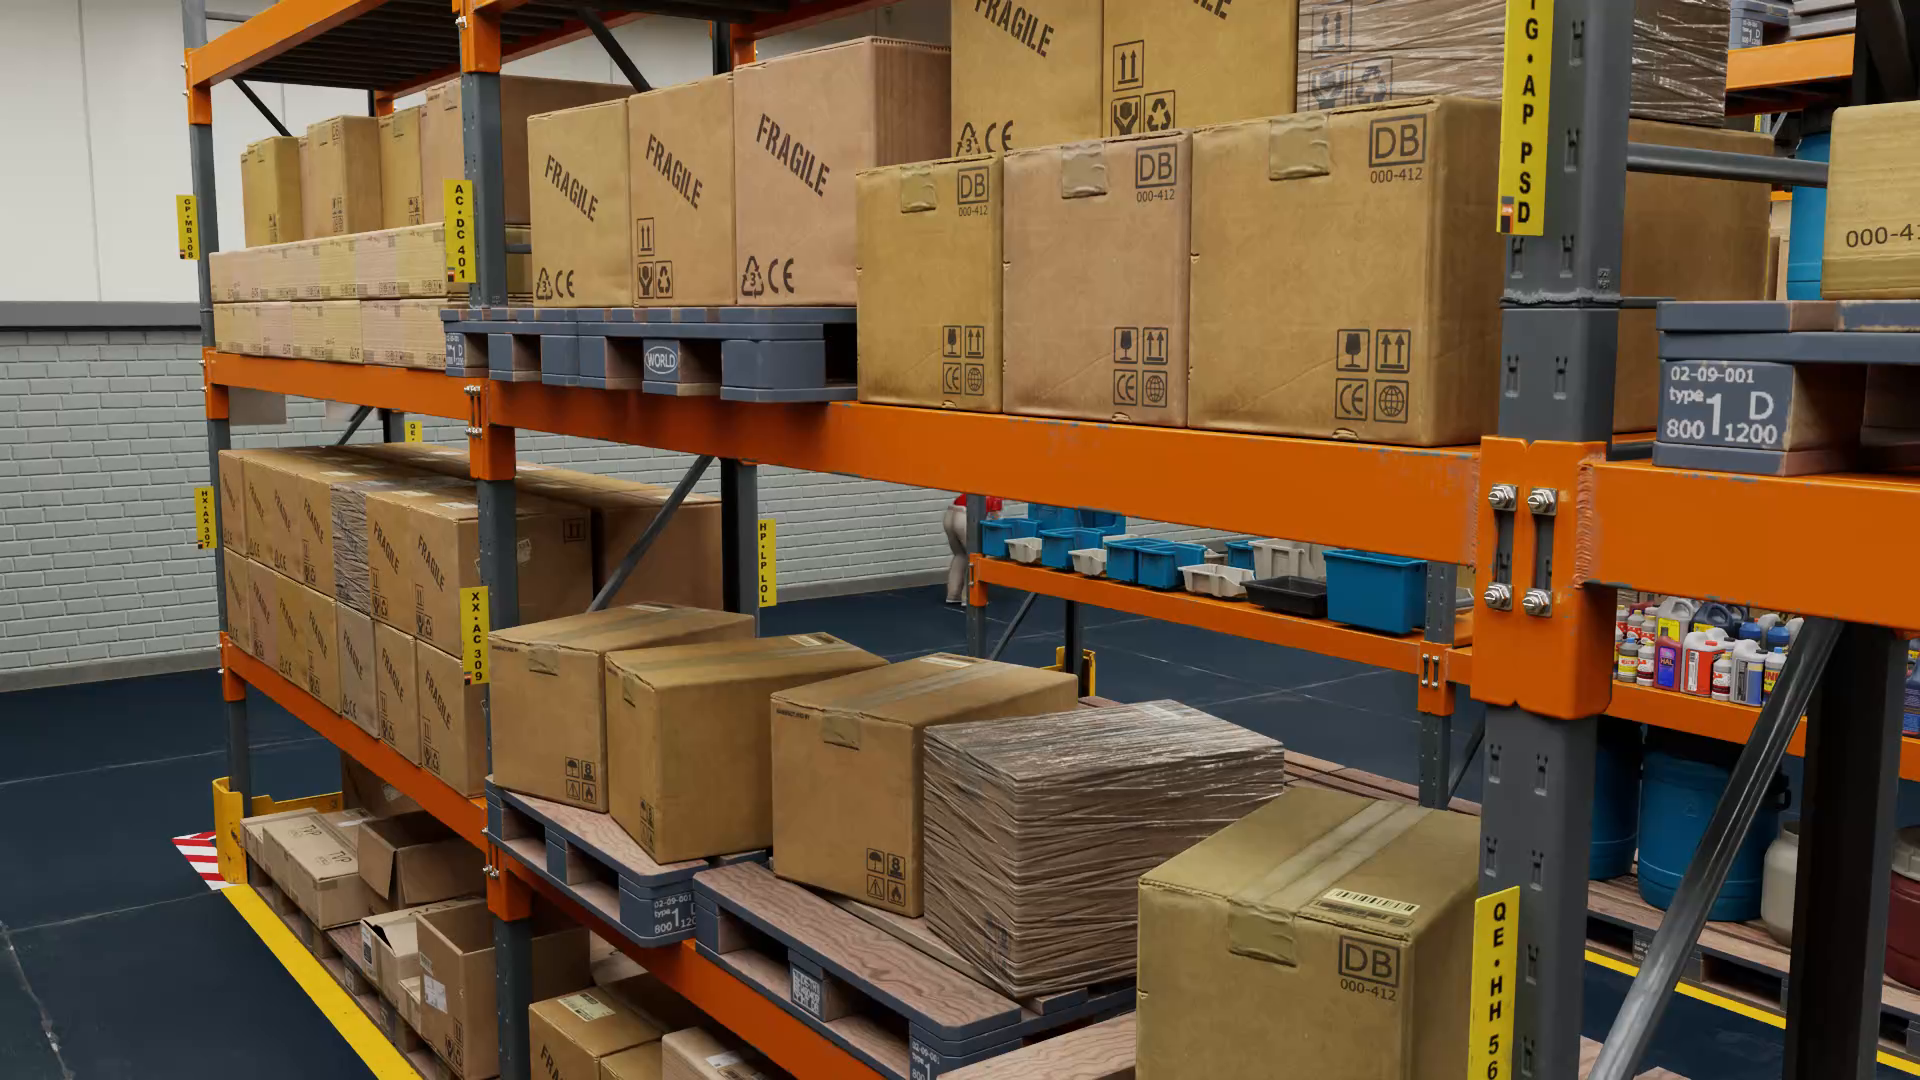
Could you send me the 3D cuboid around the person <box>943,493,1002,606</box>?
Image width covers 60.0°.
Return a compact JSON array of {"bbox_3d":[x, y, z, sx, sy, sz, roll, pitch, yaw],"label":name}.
[{"bbox_3d":[0.196,-0.082,17.341,0.780,1.503,0.475,-6,10,-37],"label":"person"}]
